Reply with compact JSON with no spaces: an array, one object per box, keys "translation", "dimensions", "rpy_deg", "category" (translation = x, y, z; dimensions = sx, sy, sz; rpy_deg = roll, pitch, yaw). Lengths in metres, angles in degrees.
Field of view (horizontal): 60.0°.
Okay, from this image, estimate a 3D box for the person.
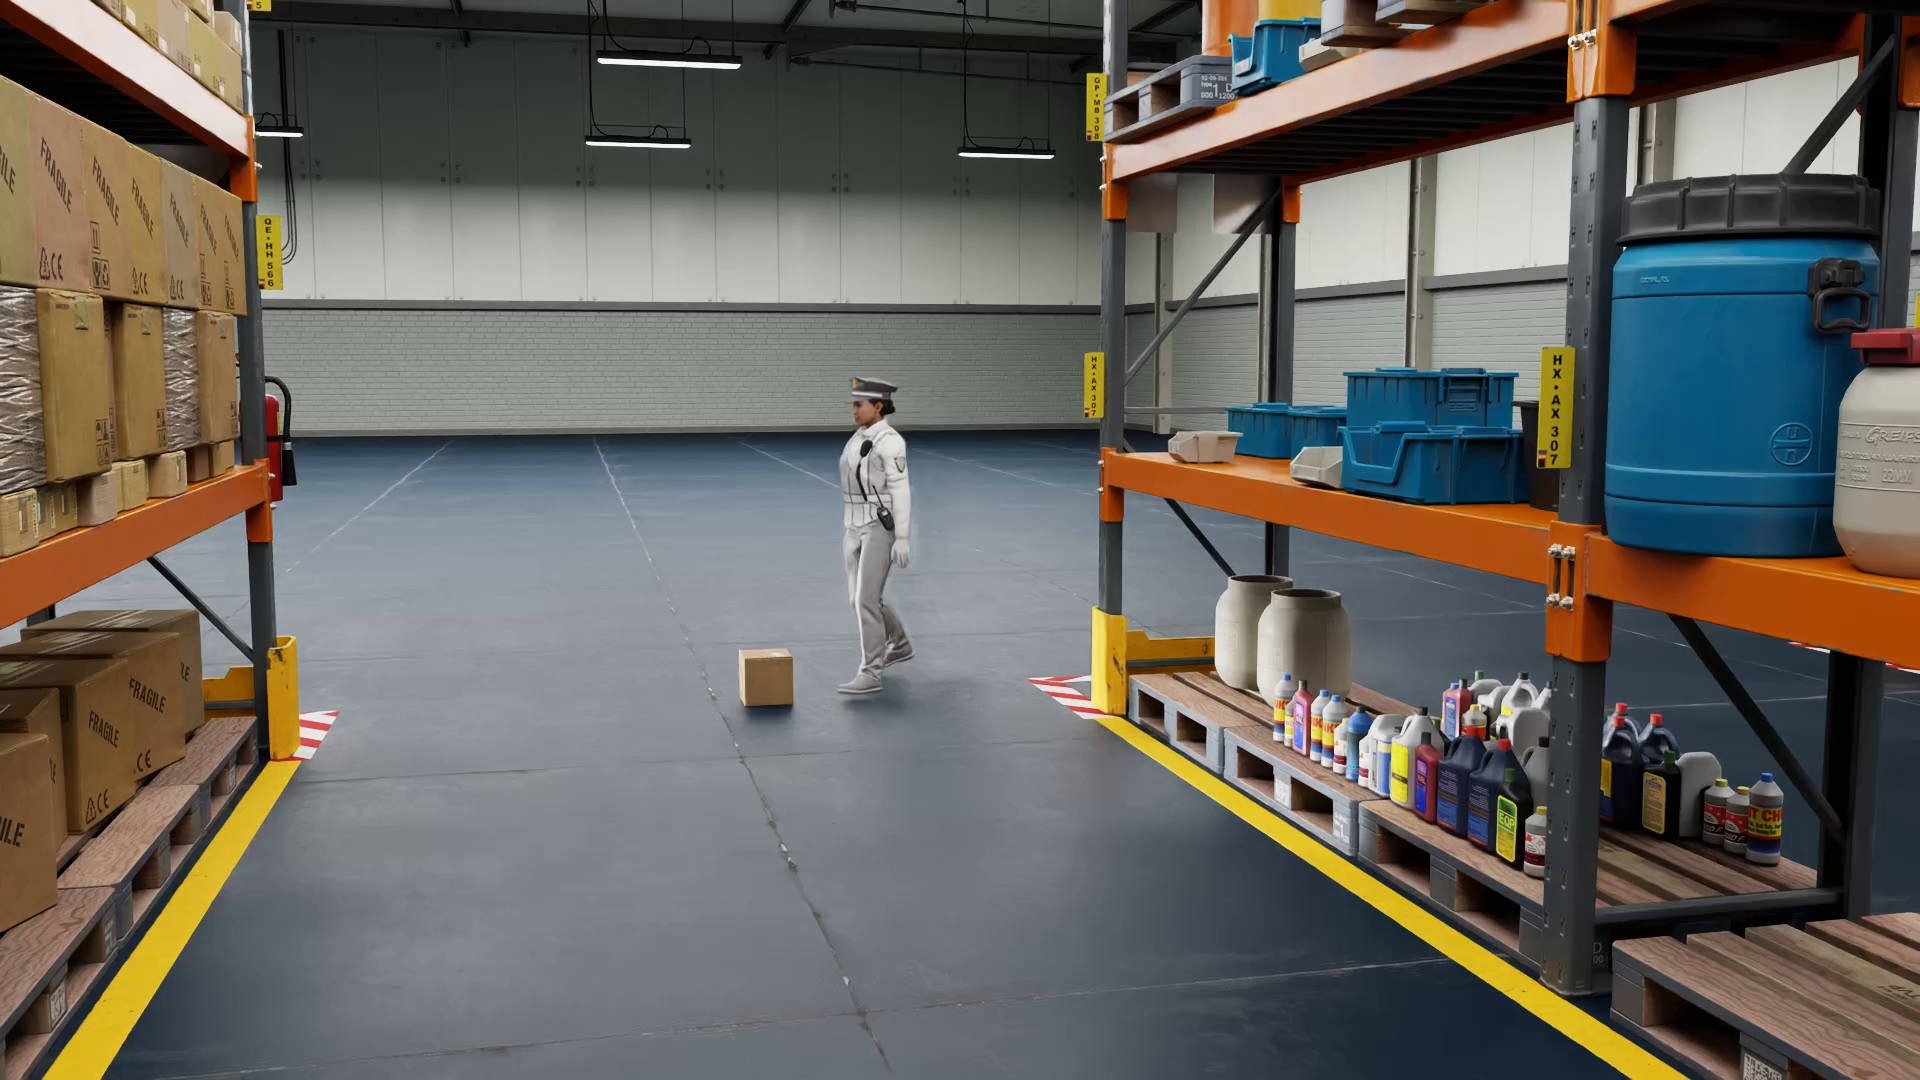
[{"translation":[-0.463,-0.045,8.896],"dimensions":[0.679,1.653,0.622],"rpy_deg":[-4,7,-31],"category":"person"}]
